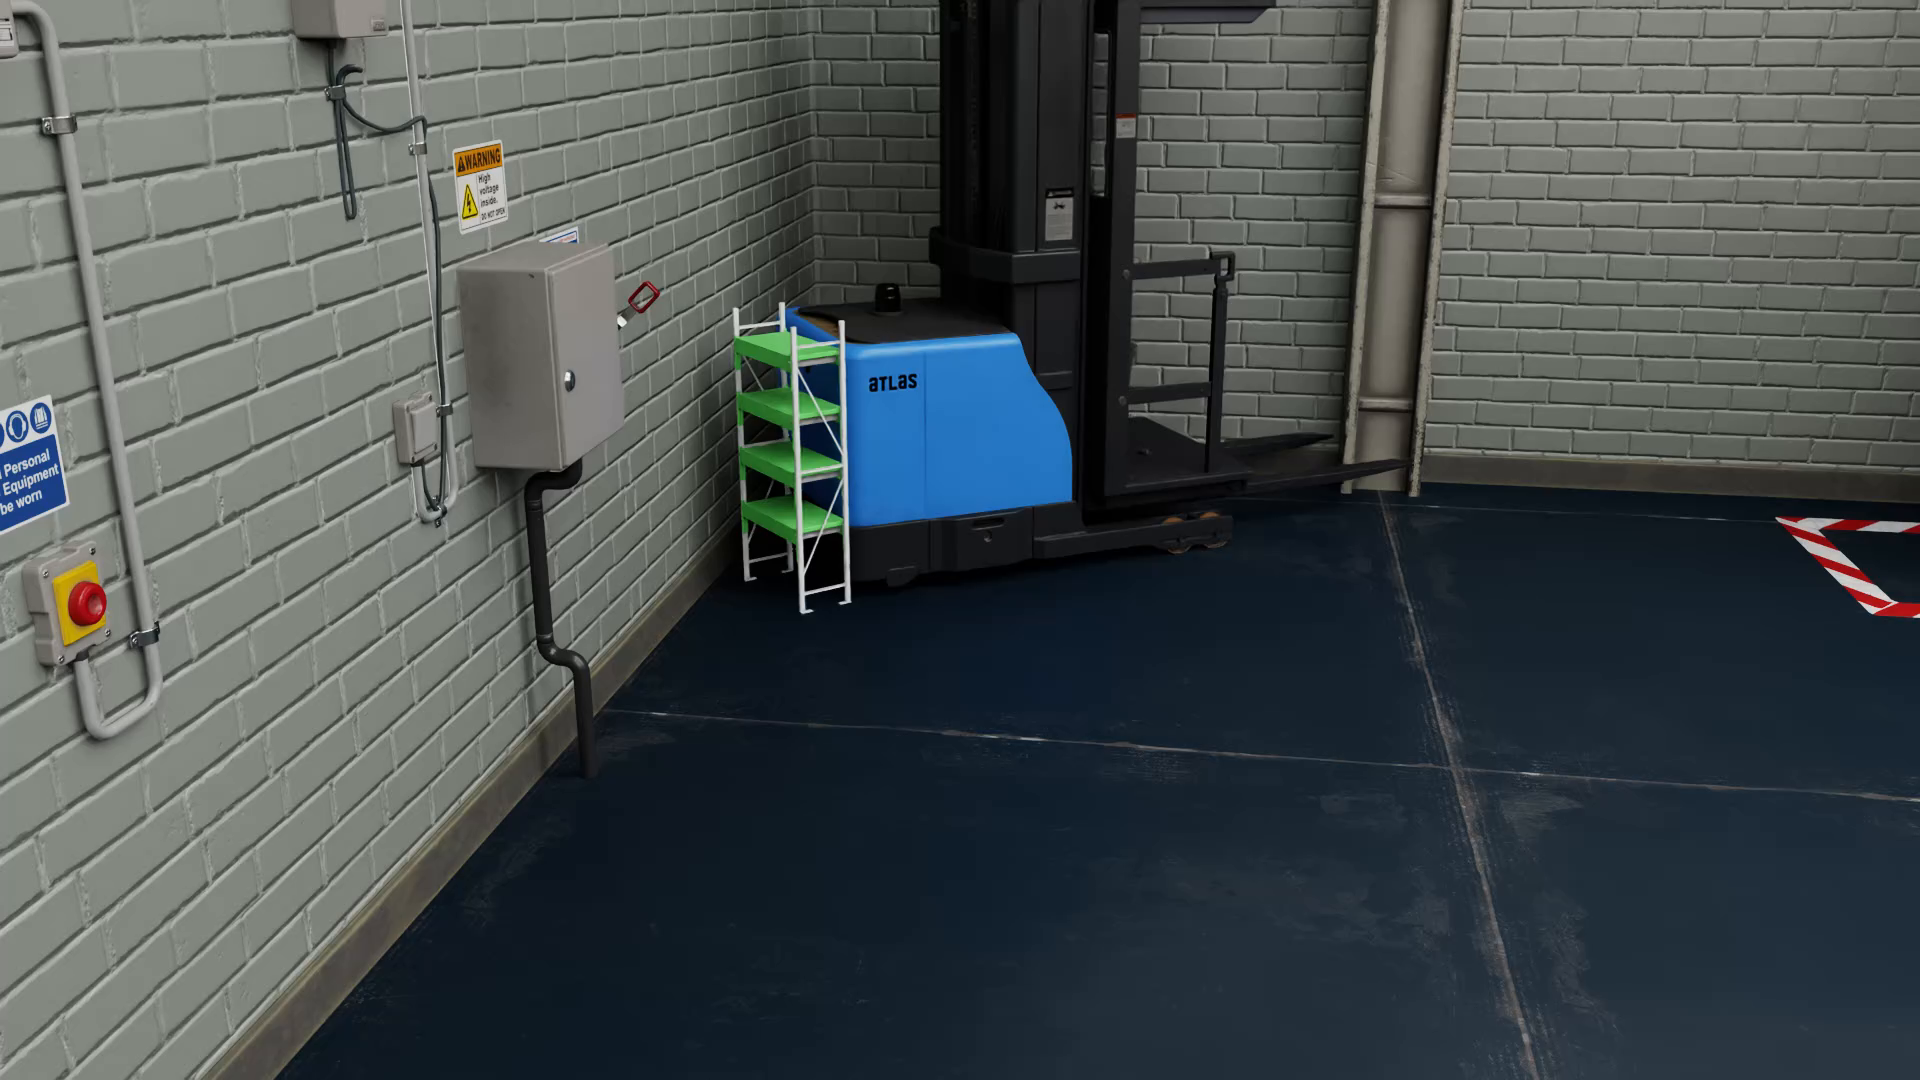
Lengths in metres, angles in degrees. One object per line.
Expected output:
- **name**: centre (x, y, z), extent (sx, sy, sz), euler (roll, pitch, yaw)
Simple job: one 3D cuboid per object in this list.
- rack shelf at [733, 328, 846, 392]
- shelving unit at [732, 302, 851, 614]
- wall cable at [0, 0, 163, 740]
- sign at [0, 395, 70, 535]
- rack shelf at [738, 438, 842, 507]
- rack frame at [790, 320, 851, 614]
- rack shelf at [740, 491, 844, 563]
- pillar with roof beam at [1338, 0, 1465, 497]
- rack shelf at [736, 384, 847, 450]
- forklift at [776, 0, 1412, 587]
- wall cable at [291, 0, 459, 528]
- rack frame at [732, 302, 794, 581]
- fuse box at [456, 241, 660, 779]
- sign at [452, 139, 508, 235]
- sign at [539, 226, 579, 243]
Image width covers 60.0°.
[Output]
- **rack shelf**: centre (-0.703, -0.743, 6.822), extent (0.258, 0.148, 0.480), euler (-12, 22, -33)
- **shelving unit**: centre (-0.703, -0.349, 6.954), extent (0.258, 1.200, 0.503), euler (-12, 22, -33)
- **wall cable**: centre (-1.669, -0.501, 2.922), extent (0.123, 1.953, 0.585), euler (3, 19, 9)
- **sign**: centre (-1.737, -0.120, 3.009), extent (0.001, 0.218, 0.327), euler (3, 19, 9)
- **rack shelf**: centre (-0.703, -0.288, 6.974), extent (0.258, 0.148, 0.480), euler (-12, 22, -33)
- **rack frame**: centre (-0.564, -0.285, 6.764), extent (0.240, 1.200, 0.015), euler (-12, 22, -33)
- **rack shelf**: centre (-0.703, -0.060, 7.051), extent (0.258, 0.148, 0.480), euler (-12, 22, -33)
- **pillar with roof beam**: centre (1.484, -3.197, 3.177), extent (0.400, 9.000, 9.100), euler (3, 19, 9)
- **rack shelf**: centre (-0.703, -0.516, 6.898), extent (0.258, 0.148, 0.480), euler (-12, 22, -33)
- **forklift**: centre (0.716, -1.472, 7.583), extent (3.031, 2.935, 1.130), euler (-8, 20, -21)
- **wall cable**: centre (-1.455, -0.931, 4.257), extent (0.122, 1.984, 0.588), euler (3, 19, 9)
- **rack frame**: centre (-0.842, -0.412, 7.144), extent (0.240, 1.200, 0.015), euler (-12, 22, -33)
- **fuse box**: centre (-1.192, -0.044, 5.237), extent (0.414, 1.711, 0.539), euler (3, 19, 9)
- **sign**: centre (-1.405, -1.040, 4.881), extent (0.001, 0.242, 0.339), euler (3, 19, 9)
- **sign**: centre (-1.318, -0.775, 5.542), extent (0.001, 0.494, 0.329), euler (3, 19, 9)
